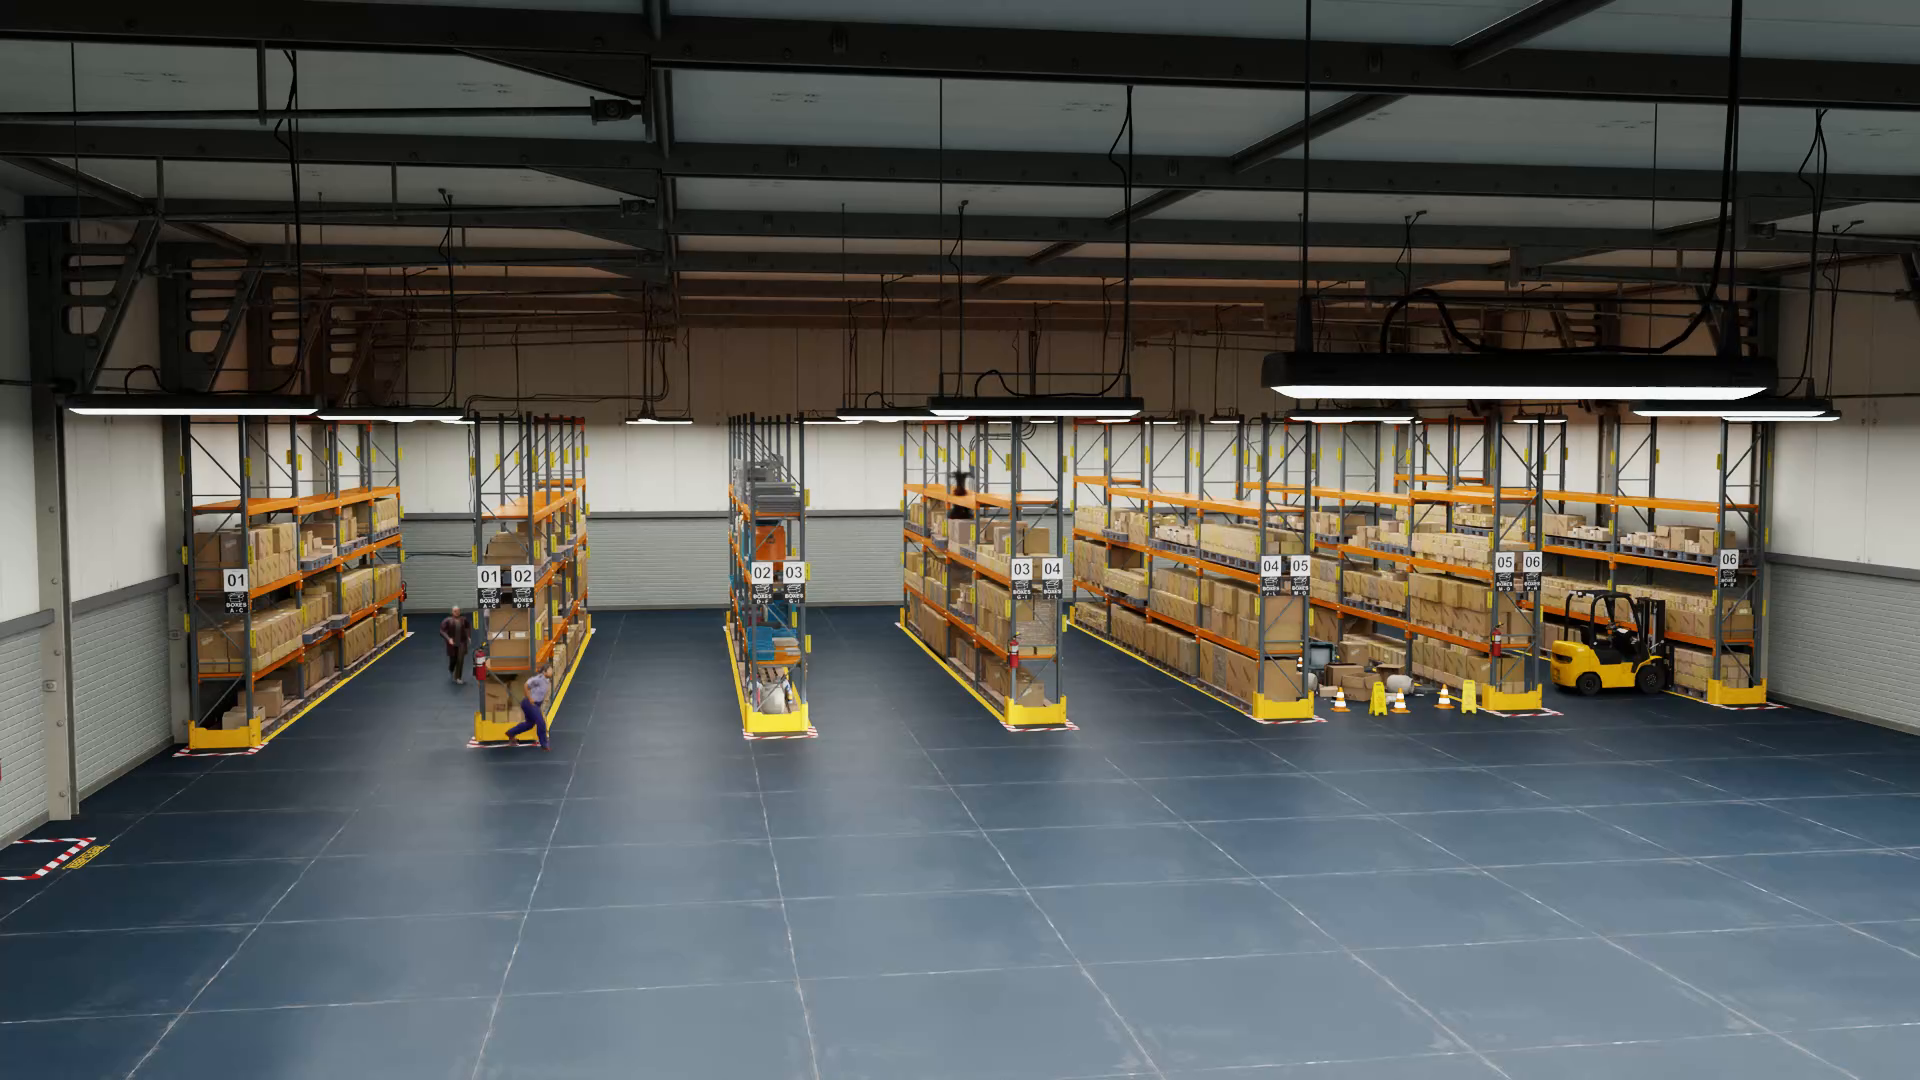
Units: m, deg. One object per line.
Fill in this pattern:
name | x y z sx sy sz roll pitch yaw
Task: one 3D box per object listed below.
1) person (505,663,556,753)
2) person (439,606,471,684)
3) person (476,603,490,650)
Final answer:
person | -7.601 2.976 29.307 0.951 1.601 0.636 1 4 14
person | -11.320 2.328 37.298 0.709 1.733 0.845 -2 4 -24
person | -12.078 1.947 42.624 0.602 1.805 0.814 0 4 -2
